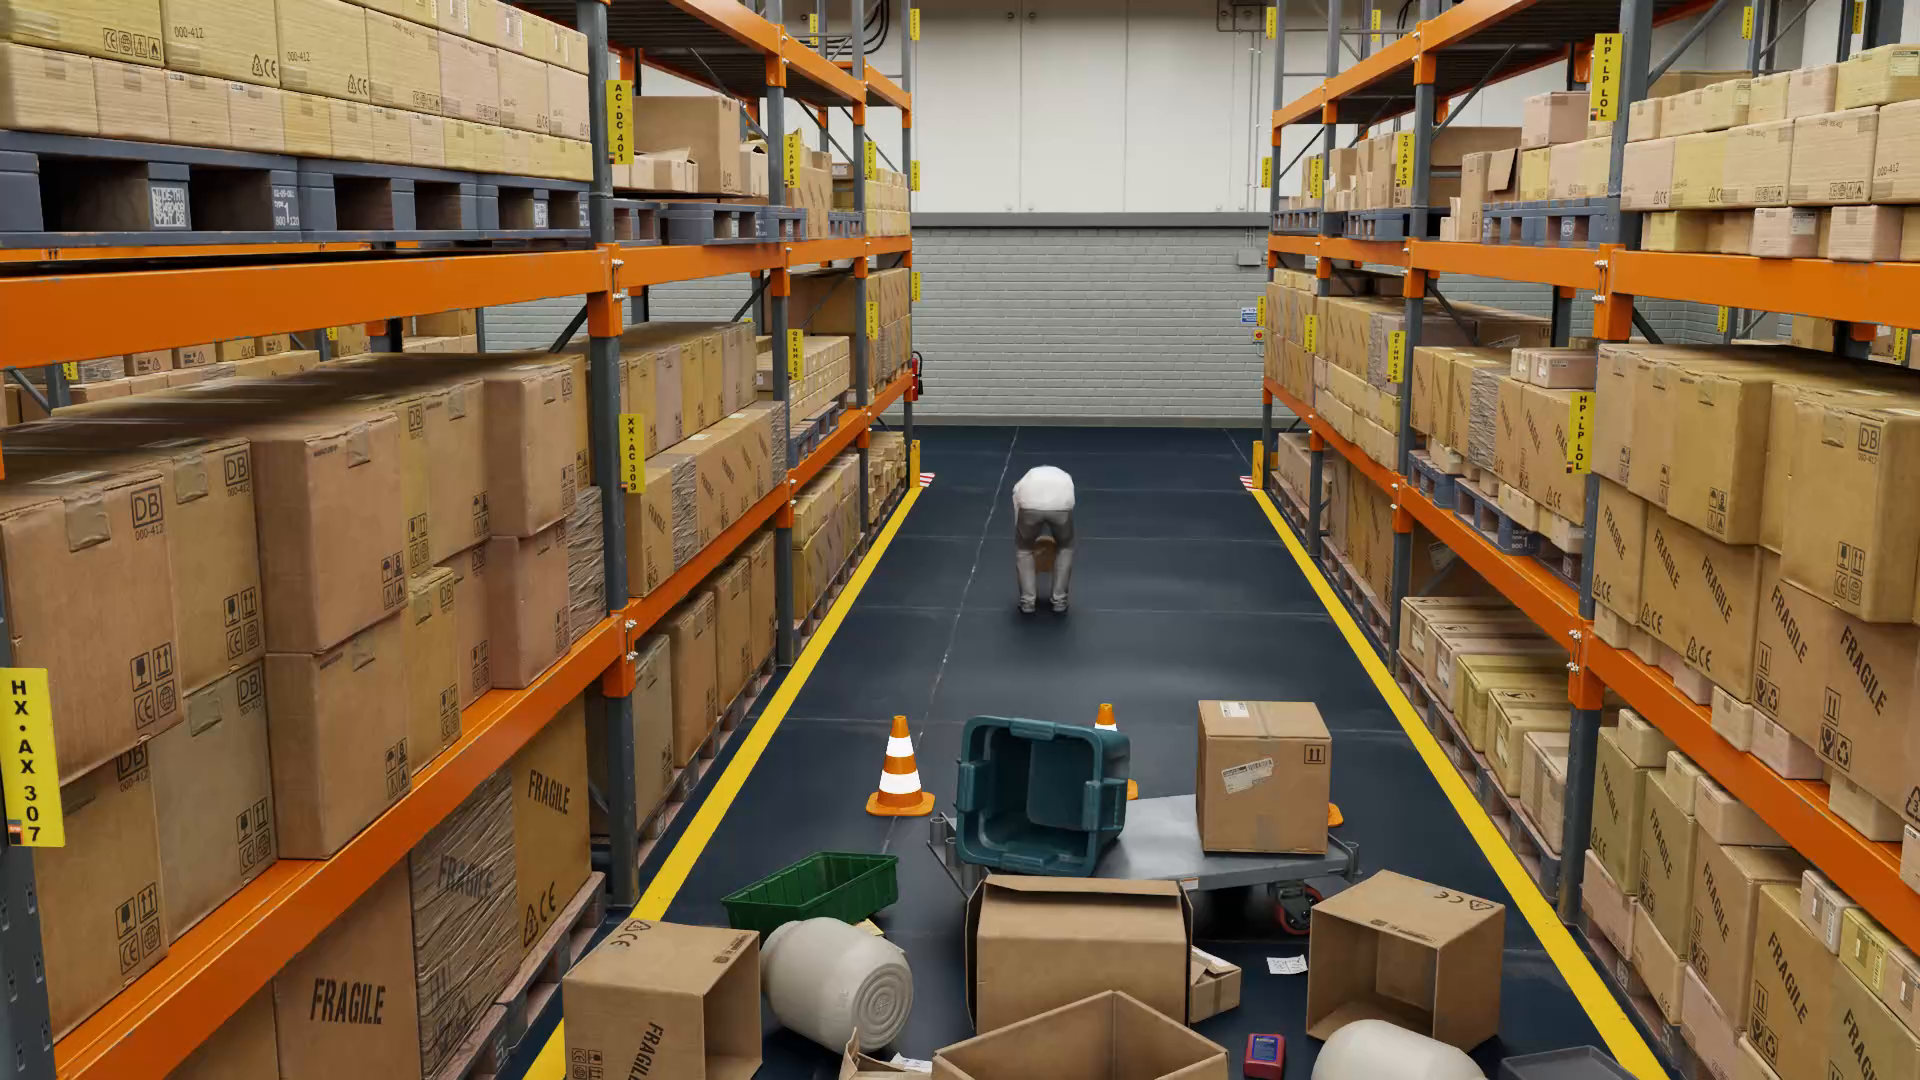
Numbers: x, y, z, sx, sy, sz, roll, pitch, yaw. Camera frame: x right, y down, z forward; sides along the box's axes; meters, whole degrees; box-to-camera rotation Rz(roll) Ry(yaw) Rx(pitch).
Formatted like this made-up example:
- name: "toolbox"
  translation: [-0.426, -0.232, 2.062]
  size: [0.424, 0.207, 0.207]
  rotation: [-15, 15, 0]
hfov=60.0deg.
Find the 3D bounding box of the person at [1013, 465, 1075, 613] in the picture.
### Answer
- name: "person"
  translation: [0.646, -0.034, 12.896]
  size: [0.479, 1.076, 0.982]
  rotation: [0, 11, 2]
